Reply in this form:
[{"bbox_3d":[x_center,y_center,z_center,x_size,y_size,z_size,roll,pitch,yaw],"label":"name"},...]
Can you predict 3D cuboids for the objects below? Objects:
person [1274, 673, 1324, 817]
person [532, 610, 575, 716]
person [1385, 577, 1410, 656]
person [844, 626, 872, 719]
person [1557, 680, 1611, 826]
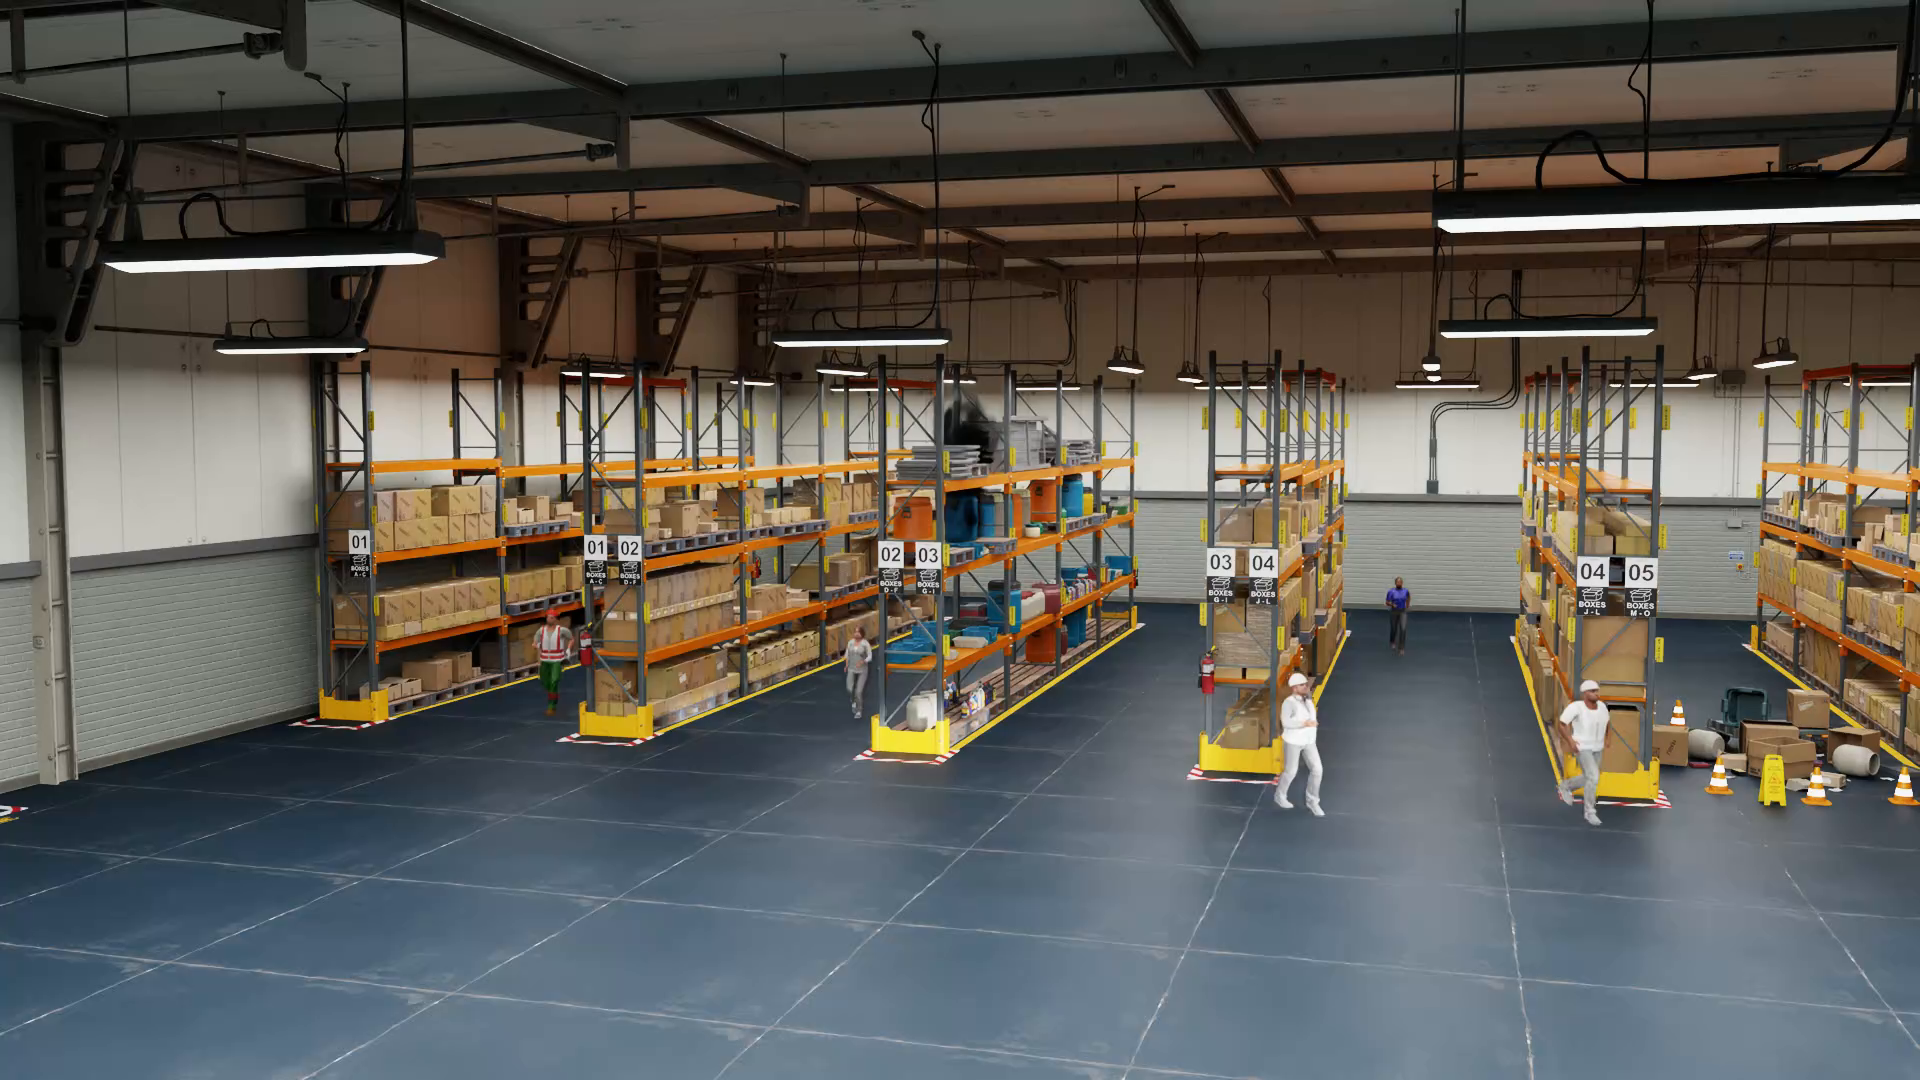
[{"bbox_3d":[4.322,2.601,21.186,0.659,1.822,0.744,-2,5,-31],"label":"person"},{"bbox_3d":[-6.952,2.065,28.333,0.668,1.765,0.998,0,4,5],"label":"person"},{"bbox_3d":[9.428,1.656,35.848,0.532,1.602,0.895,1,4,7],"label":"person"},{"bbox_3d":[-1.740,2.237,27.969,0.503,1.540,0.493,1,4,11],"label":"person"},{"bbox_3d":[7.878,2.630,20.969,0.716,1.774,0.827,-2,4,-22],"label":"person"}]
